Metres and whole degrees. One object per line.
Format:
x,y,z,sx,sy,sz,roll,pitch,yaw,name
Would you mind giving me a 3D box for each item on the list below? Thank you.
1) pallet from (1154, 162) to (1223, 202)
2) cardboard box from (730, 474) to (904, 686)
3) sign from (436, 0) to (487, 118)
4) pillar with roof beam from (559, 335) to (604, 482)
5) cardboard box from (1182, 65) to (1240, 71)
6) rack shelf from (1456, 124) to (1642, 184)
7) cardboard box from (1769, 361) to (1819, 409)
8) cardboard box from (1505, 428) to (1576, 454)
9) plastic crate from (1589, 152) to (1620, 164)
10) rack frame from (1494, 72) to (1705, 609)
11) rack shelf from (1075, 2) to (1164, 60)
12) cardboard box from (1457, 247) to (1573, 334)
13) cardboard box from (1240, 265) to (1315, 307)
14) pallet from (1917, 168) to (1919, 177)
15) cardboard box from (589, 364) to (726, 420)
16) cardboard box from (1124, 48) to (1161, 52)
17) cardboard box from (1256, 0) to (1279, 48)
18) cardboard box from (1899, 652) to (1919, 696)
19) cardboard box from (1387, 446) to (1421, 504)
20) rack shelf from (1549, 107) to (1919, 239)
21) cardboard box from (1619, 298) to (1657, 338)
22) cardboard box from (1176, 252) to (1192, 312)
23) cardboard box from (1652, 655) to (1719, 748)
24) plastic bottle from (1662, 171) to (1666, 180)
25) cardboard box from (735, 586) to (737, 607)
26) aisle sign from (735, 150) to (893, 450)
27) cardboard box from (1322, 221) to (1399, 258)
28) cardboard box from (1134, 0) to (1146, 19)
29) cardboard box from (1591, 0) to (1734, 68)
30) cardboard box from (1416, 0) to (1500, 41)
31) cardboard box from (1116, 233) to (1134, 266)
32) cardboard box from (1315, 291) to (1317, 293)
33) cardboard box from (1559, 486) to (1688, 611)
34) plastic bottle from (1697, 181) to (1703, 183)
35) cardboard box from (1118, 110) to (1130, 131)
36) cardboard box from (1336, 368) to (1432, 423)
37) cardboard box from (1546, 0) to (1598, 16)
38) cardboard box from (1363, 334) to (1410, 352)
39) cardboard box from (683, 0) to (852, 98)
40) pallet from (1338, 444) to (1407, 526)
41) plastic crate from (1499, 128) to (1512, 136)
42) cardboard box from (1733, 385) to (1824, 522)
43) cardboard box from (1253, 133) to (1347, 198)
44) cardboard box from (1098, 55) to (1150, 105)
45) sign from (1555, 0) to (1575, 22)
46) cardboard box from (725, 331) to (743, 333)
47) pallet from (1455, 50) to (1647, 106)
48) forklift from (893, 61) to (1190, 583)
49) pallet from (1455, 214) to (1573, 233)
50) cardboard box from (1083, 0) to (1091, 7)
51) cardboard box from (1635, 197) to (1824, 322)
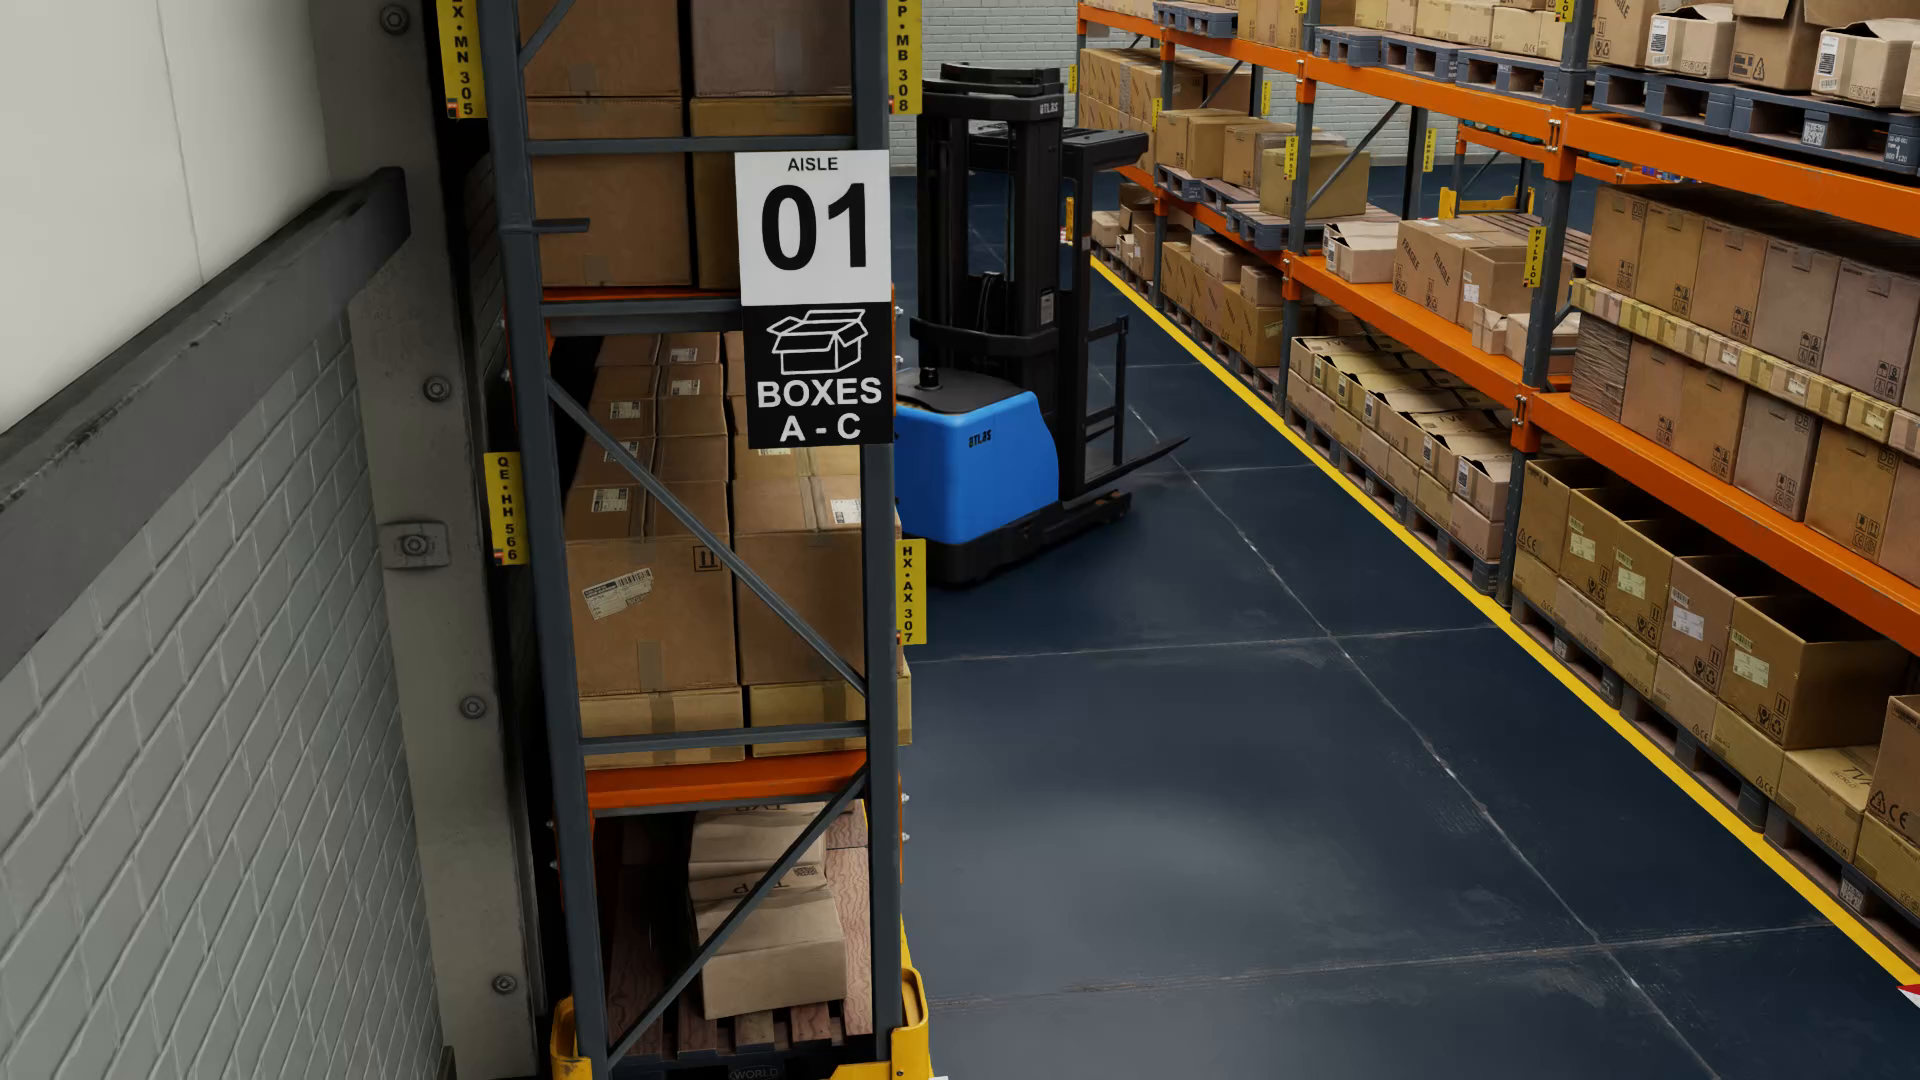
2.494,-3.449,15.939,1.003,0.211,1.213,-3,21,-8,pallet
-0.456,0.114,5.239,0.500,0.500,0.500,-3,21,-8,cardboard box
-1.237,-1.214,4.128,0.100,0.325,0.005,-3,21,-8,sign
1.754,-4.719,10.490,9.100,9.000,0.400,-3,21,-8,pillar with roof beam
2.623,-4.693,17.421,0.500,0.500,0.500,-4,21,-9,cardboard box
7.101,-4.425,19.306,1.077,0.370,4.000,-3,21,-8,rack shelf
3.748,-0.677,7.172,0.380,0.149,0.250,-3,21,-8,cardboard box
3.760,-0.552,10.436,0.500,0.311,0.500,-3,21,-8,cardboard box
6.984,-4.235,17.705,0.392,0.384,0.575,-3,21,-8,plastic crate
3.640,-1.052,9.245,1.000,3.000,0.127,-3,21,-8,rack frame
2.199,-5.582,18.116,1.077,0.370,4.000,-3,21,-8,rack shelf
3.470,-1.548,10.430,0.500,0.500,0.500,-1,21,-4,cardboard box
2.684,-2.154,14.069,0.500,0.250,0.500,-2,21,-6,cardboard box
4.141,-1.277,5.686,1.003,0.211,1.213,-3,21,-8,pallet
-1.177,-0.386,6.577,0.500,0.500,0.500,-3,21,-7,cardboard box
2.247,-5.581,19.801,0.500,0.500,0.500,-3,21,-8,cardboard box
2.894,-4.214,13.283,0.910,0.500,0.500,-3,21,-8,cardboard box
4.201,0.531,7.265,0.500,0.500,0.500,-3,21,-8,cardboard box
3.148,-0.442,10.941,0.500,0.250,0.500,-2,21,-7,cardboard box
3.929,-1.427,6.992,1.077,0.370,4.000,-3,21,-8,rack shelf
3.563,-1.123,8.367,0.380,0.149,0.250,-3,21,-9,cardboard box
2.404,-2.493,16.047,0.500,0.500,0.500,-3,21,-7,cardboard box
3.619,0.735,7.790,0.500,0.250,0.500,-3,21,-8,cardboard box
7.088,-3.742,16.633,0.097,0.271,0.097,0,20,0,plastic bottle
-0.530,0.281,5.862,0.500,0.250,0.500,-4,21,-9,cardboard box
-0.377,-0.624,4.383,0.394,0.787,0.004,-3,21,-8,aisle sign
3.073,-2.267,12.625,0.500,0.311,0.500,-2,21,-4,cardboard box
2.092,-5.485,17.042,0.500,0.250,0.500,-3,21,-8,cardboard box
3.452,-2.578,8.102,0.500,0.500,0.500,-1,21,-3,cardboard box
3.349,-3.435,10.952,0.500,0.250,0.500,-3,21,-9,cardboard box
2.016,-3.211,18.239,0.500,0.311,0.500,-3,21,-8,cardboard box
3.133,-1.999,14.724,0.500,0.500,0.500,-3,21,-8,cardboard box
3.477,0.038,8.586,0.500,0.500,0.500,-3,21,-8,cardboard box
7.212,-3.512,16.009,0.152,0.276,0.135,-3,21,-8,plastic bottle
2.009,-4.385,18.025,0.500,0.500,0.500,-2,21,-7,cardboard box
3.004,-1.054,11.778,0.500,0.311,0.500,-3,21,-9,cardboard box
3.590,-3.150,9.118,0.500,0.500,0.500,-3,21,-7,cardboard box
3.383,-1.439,12.810,0.500,0.311,0.500,-2,21,-6,cardboard box
-0.500,-1.491,4.533,0.500,0.500,0.500,-4,21,-12,cardboard box
3.316,-0.422,11.544,1.003,0.211,1.213,-3,21,-8,pallet
6.585,-4.907,19.859,0.250,0.136,0.298,-3,21,-8,plastic crate
3.936,-0.412,7.388,0.700,0.500,0.500,-2,21,-6,cardboard box
2.919,-3.219,14.304,0.700,0.500,0.500,1,20,2,cardboard box
1.864,-5.201,18.781,0.500,0.500,0.500,-3,21,-7,cardboard box
3.105,-2.816,8.492,0.100,0.325,0.005,-3,21,-8,sign
-0.809,-0.770,7.605,0.500,0.500,0.500,-3,21,-8,cardboard box
3.500,-2.672,9.569,0.805,0.209,1.217,-4,21,-10,pallet
0.491,-1.568,10.725,1.130,2.935,3.031,15,25,35,forklift
6.893,-3.861,20.752,1.003,0.211,1.213,-3,21,-8,pallet
1.733,-6.351,19.360,0.500,0.250,0.500,-3,21,-8,cardboard box
3.785,-1.378,8.121,0.700,0.500,0.500,-3,21,-8,cardboard box
